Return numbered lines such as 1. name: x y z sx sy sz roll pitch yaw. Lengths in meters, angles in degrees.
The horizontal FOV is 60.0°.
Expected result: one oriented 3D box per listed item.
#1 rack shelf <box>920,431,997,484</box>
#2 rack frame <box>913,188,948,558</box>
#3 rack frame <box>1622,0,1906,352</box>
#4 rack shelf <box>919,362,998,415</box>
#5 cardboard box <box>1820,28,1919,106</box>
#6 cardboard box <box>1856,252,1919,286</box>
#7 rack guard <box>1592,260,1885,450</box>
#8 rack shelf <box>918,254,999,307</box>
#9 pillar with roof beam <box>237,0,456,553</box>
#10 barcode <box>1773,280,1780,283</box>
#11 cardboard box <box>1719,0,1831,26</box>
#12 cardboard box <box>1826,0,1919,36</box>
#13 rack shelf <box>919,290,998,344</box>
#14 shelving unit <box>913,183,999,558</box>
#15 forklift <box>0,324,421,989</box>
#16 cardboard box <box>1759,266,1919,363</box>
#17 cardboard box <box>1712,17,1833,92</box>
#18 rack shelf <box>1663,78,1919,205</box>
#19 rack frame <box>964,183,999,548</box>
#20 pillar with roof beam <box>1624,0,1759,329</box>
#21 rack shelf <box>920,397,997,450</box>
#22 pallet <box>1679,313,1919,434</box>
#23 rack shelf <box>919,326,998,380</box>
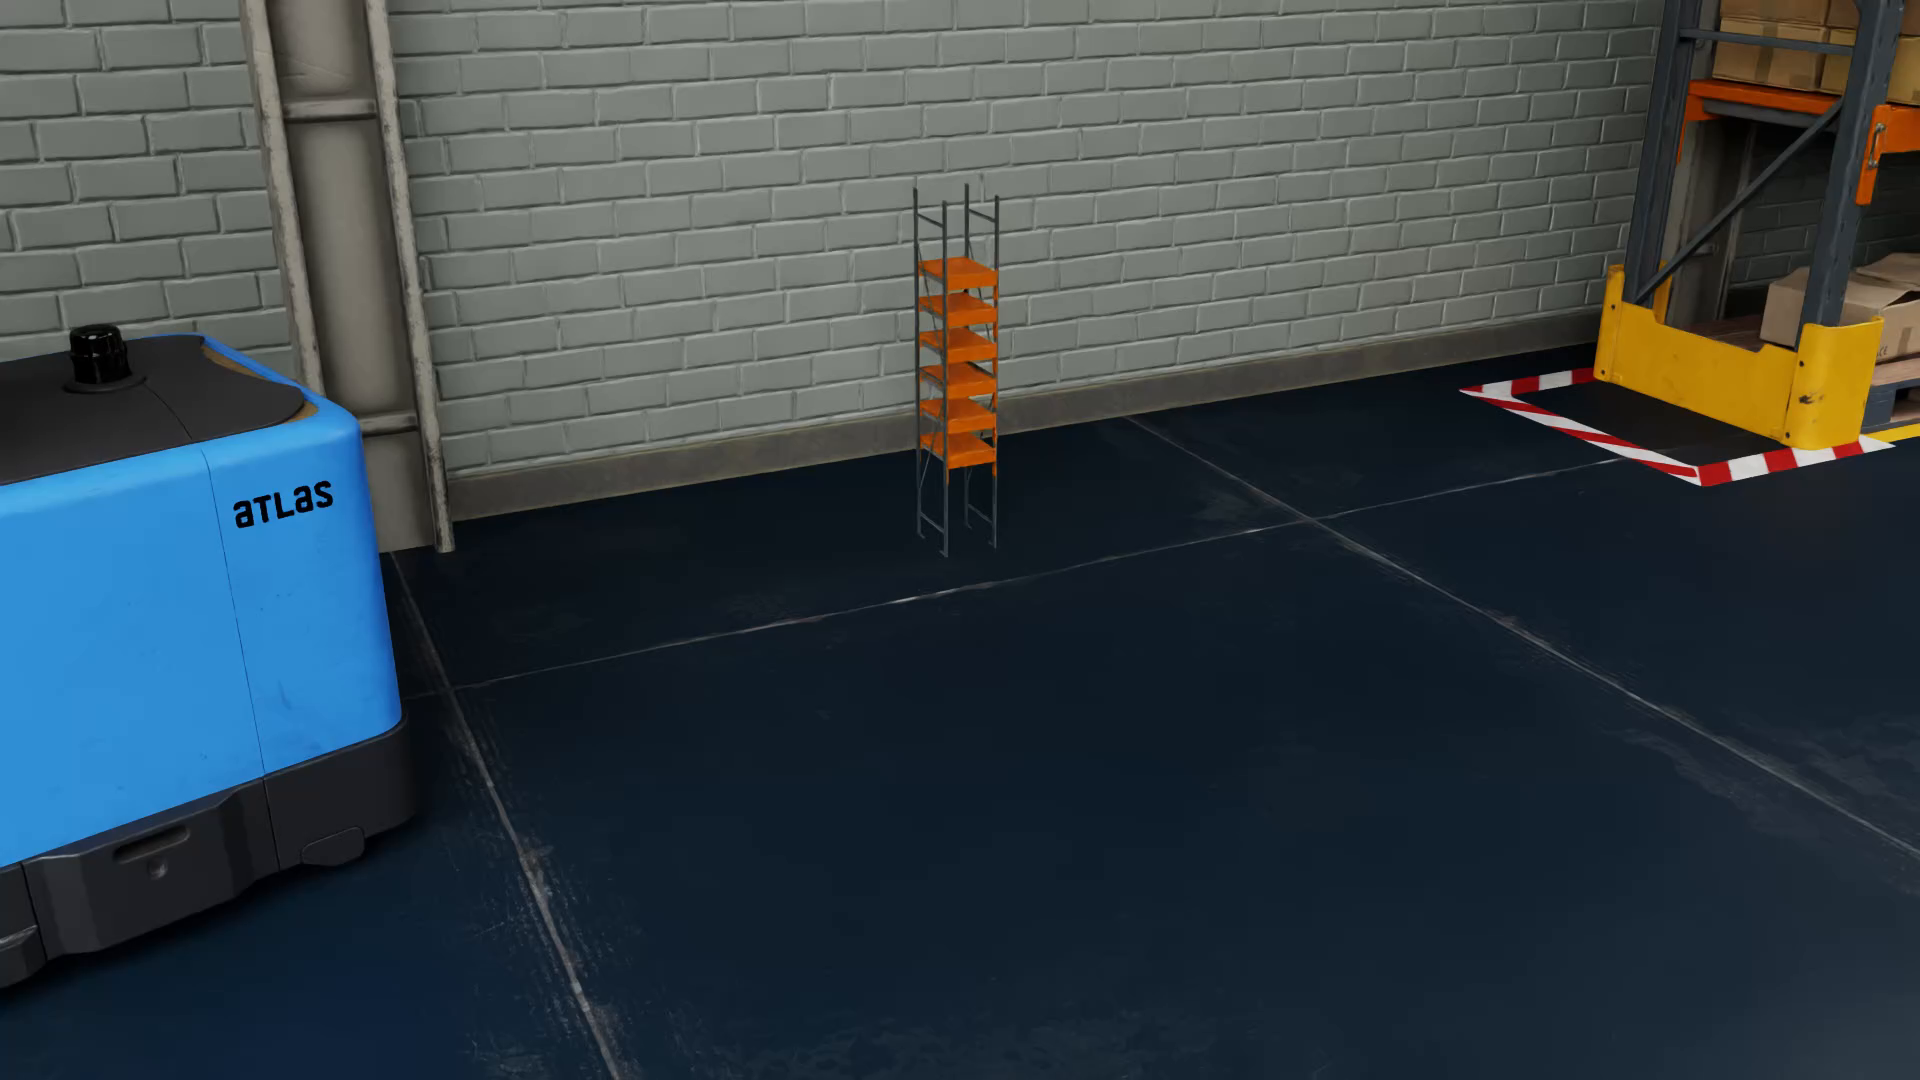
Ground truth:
1. rack shelf: -0.013 -0.289 5.624 0.180 0.103 0.258 -10 25 -24
2. rack frame: -0.095 -0.537 5.478 0.006 1.200 0.240 -10 25 -24
3. rack frame: 3.188 -1.951 6.541 0.127 3.000 1.000 -10 25 -24
4. rack shelf: -0.013 -0.511 5.532 0.180 0.103 0.258 -10 25 -24
5. cardboard box: 3.765 -1.863 6.498 0.500 0.250 0.500 -11 25 -25
6. cardboard box: 4.364 -1.090 7.402 0.500 0.311 0.500 -8 24 -19
7. rack guard: 3.257 -0.809 7.050 0.348 0.500 1.175 -10 25 -24
8. rack shelf: -0.013 -0.844 5.394 0.180 0.103 0.258 -10 25 -24
9. pillar with roof beam: -0.096 -2.658 0.406 0.400 9.000 9.100 -10 25 -24
10. barcode: 3.693 -1.141 7.512 0.075 0.075 0.001 -10 25 -24
11. cardboard box: 3.521 -2.389 6.789 0.500 0.500 0.500 -11 25 -24
12. cardboard box: 3.749 -2.213 6.364 0.500 0.500 0.500 -10 25 -24
13. rack shelf: -0.013 -0.733 5.440 0.180 0.103 0.258 -10 25 -24
14. shelving unit: -0.013 -0.552 5.515 0.189 1.200 0.258 -10 25 -24
15. forklift: -2.724 -0.392 2.865 3.031 2.935 1.130 -19 29 -39
16. cardboard box: 3.851 -0.996 7.174 0.500 0.311 0.500 -14 26 -30
17. cardboard box: 3.525 -2.035 6.915 0.500 0.250 0.500 -10 25 -23
18. rack shelf: 4.990 -1.950 7.481 4.000 0.370 1.077 -10 25 -24
19. rack frame: 0.069 -0.567 5.551 0.006 1.200 0.240 -10 25 -24
20. pillar with roof beam: 5.311 -3.654 2.811 0.400 9.000 9.100 -10 25 -24
21. rack shelf: -0.013 -0.400 5.578 0.180 0.103 0.258 -10 25 -24
22. pallet: 4.004 -0.798 7.401 1.213 0.211 1.003 -10 25 -24
23. rack shelf: -0.013 -0.622 5.486 0.180 0.103 0.258 -10 25 -24
